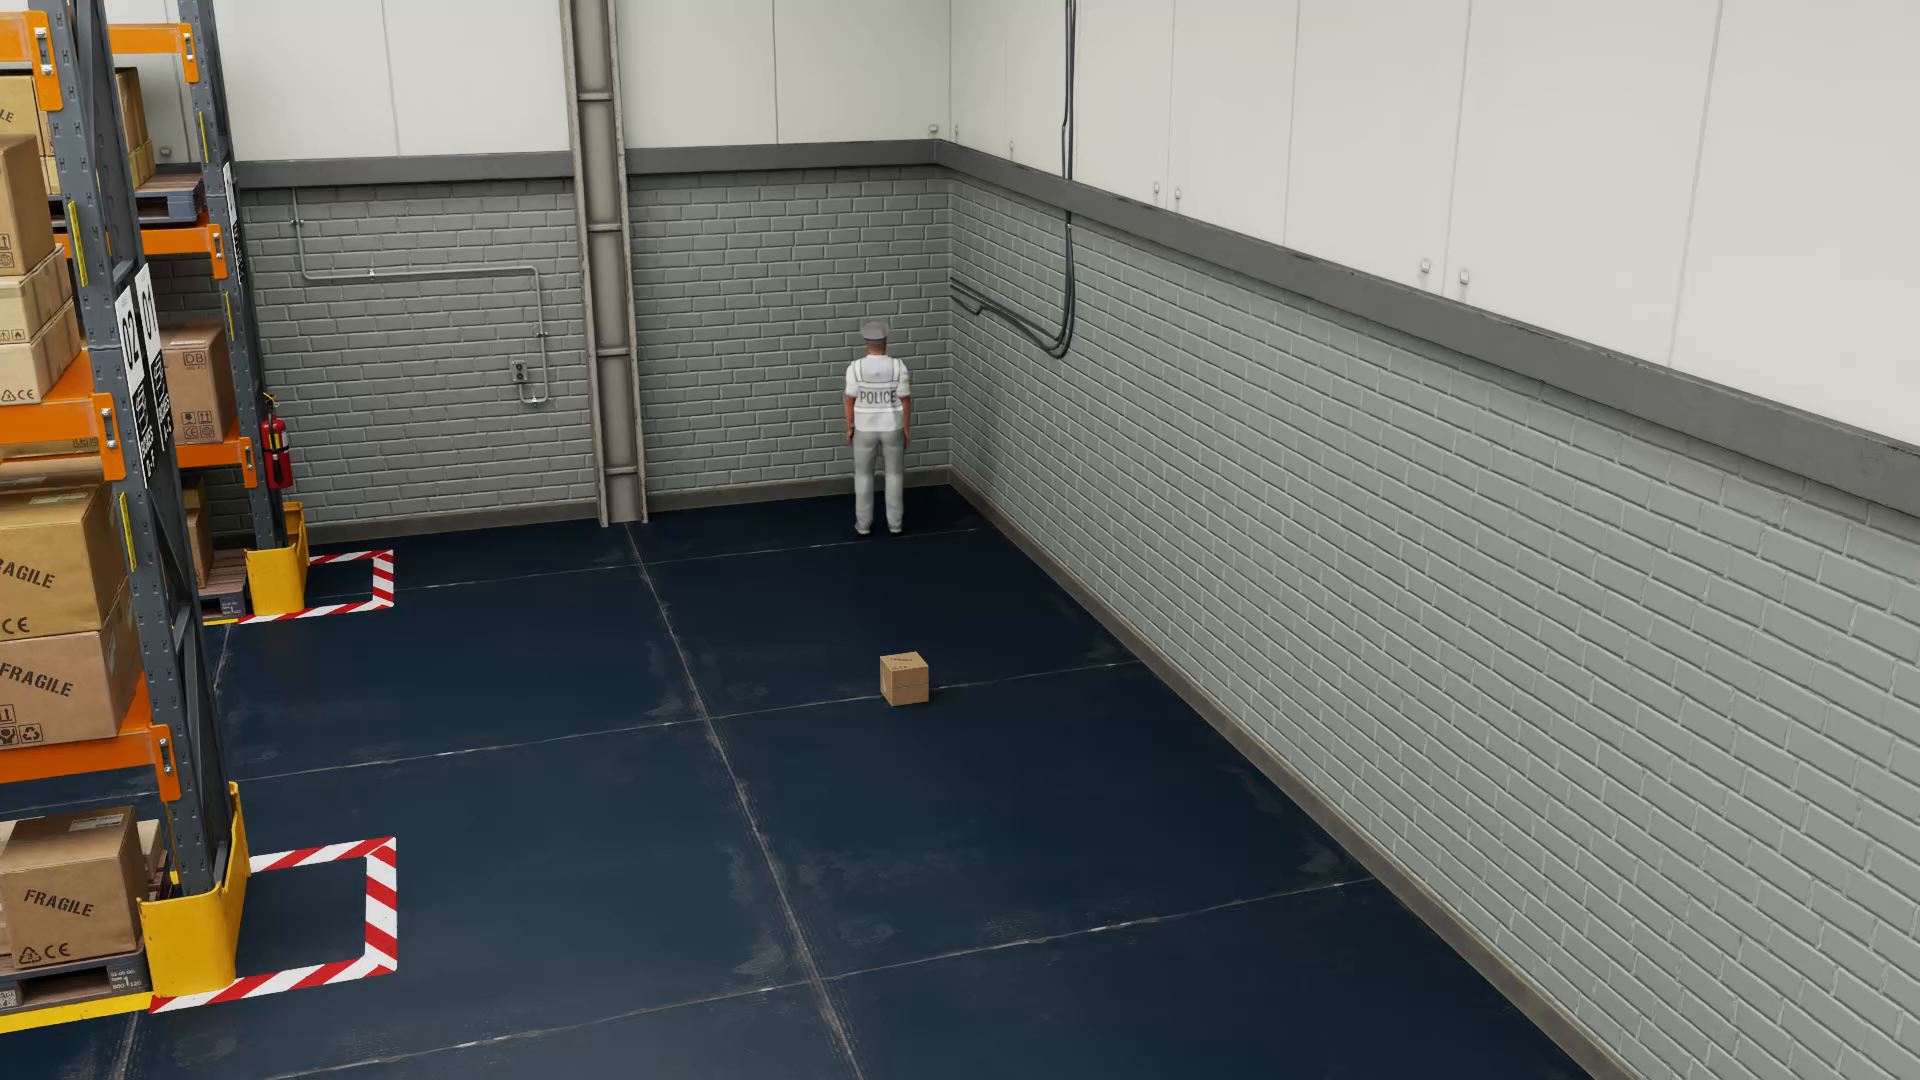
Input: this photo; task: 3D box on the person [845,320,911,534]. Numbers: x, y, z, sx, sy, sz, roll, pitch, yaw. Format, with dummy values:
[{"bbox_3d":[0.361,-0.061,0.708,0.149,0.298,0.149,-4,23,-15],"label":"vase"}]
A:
[{"bbox_3d":[-0.670,-0.915,13.608,0.535,1.783,0.402,-2,19,-5],"label":"person"}]
